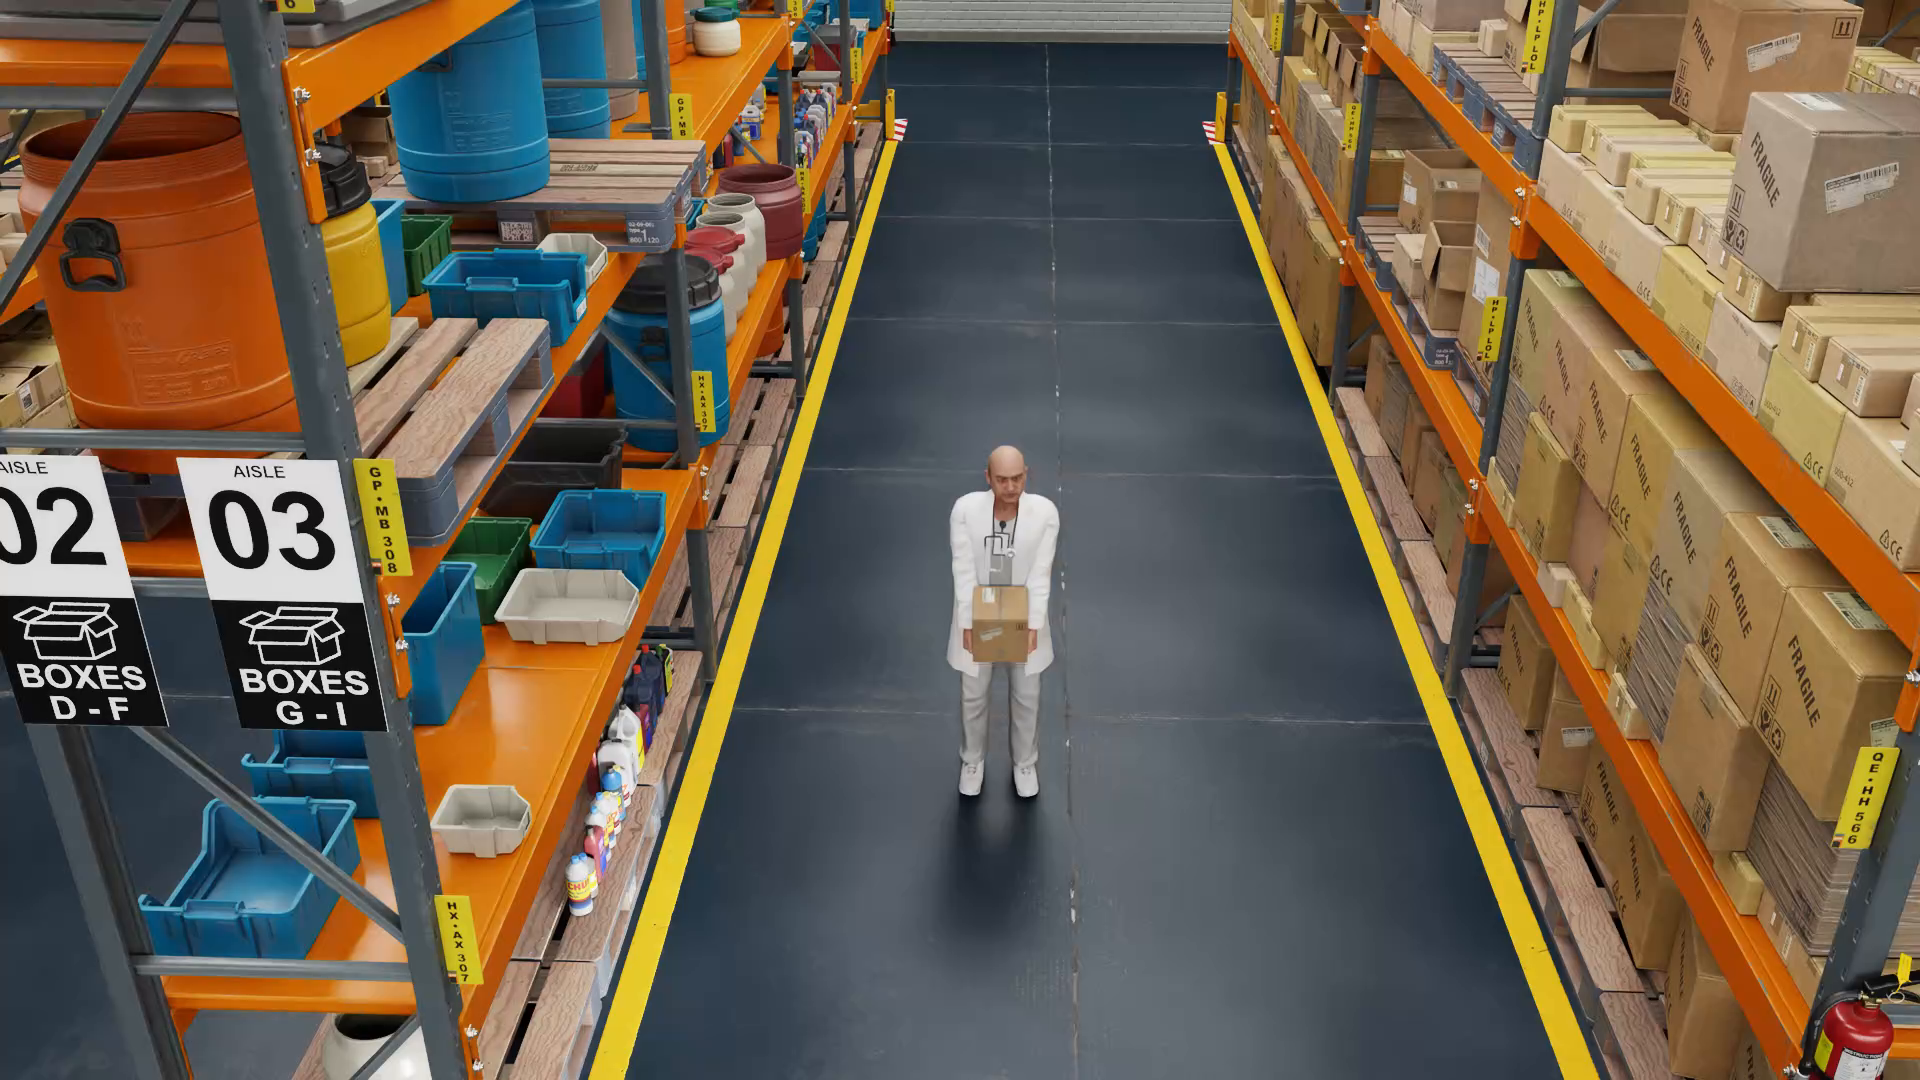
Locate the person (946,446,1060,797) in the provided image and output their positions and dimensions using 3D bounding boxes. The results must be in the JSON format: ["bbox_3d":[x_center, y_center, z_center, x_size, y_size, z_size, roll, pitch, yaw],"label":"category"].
[{"bbox_3d":[0.195,0.430,7.817,0.526,1.780,0.551,1,28,1],"label":"person"}]
